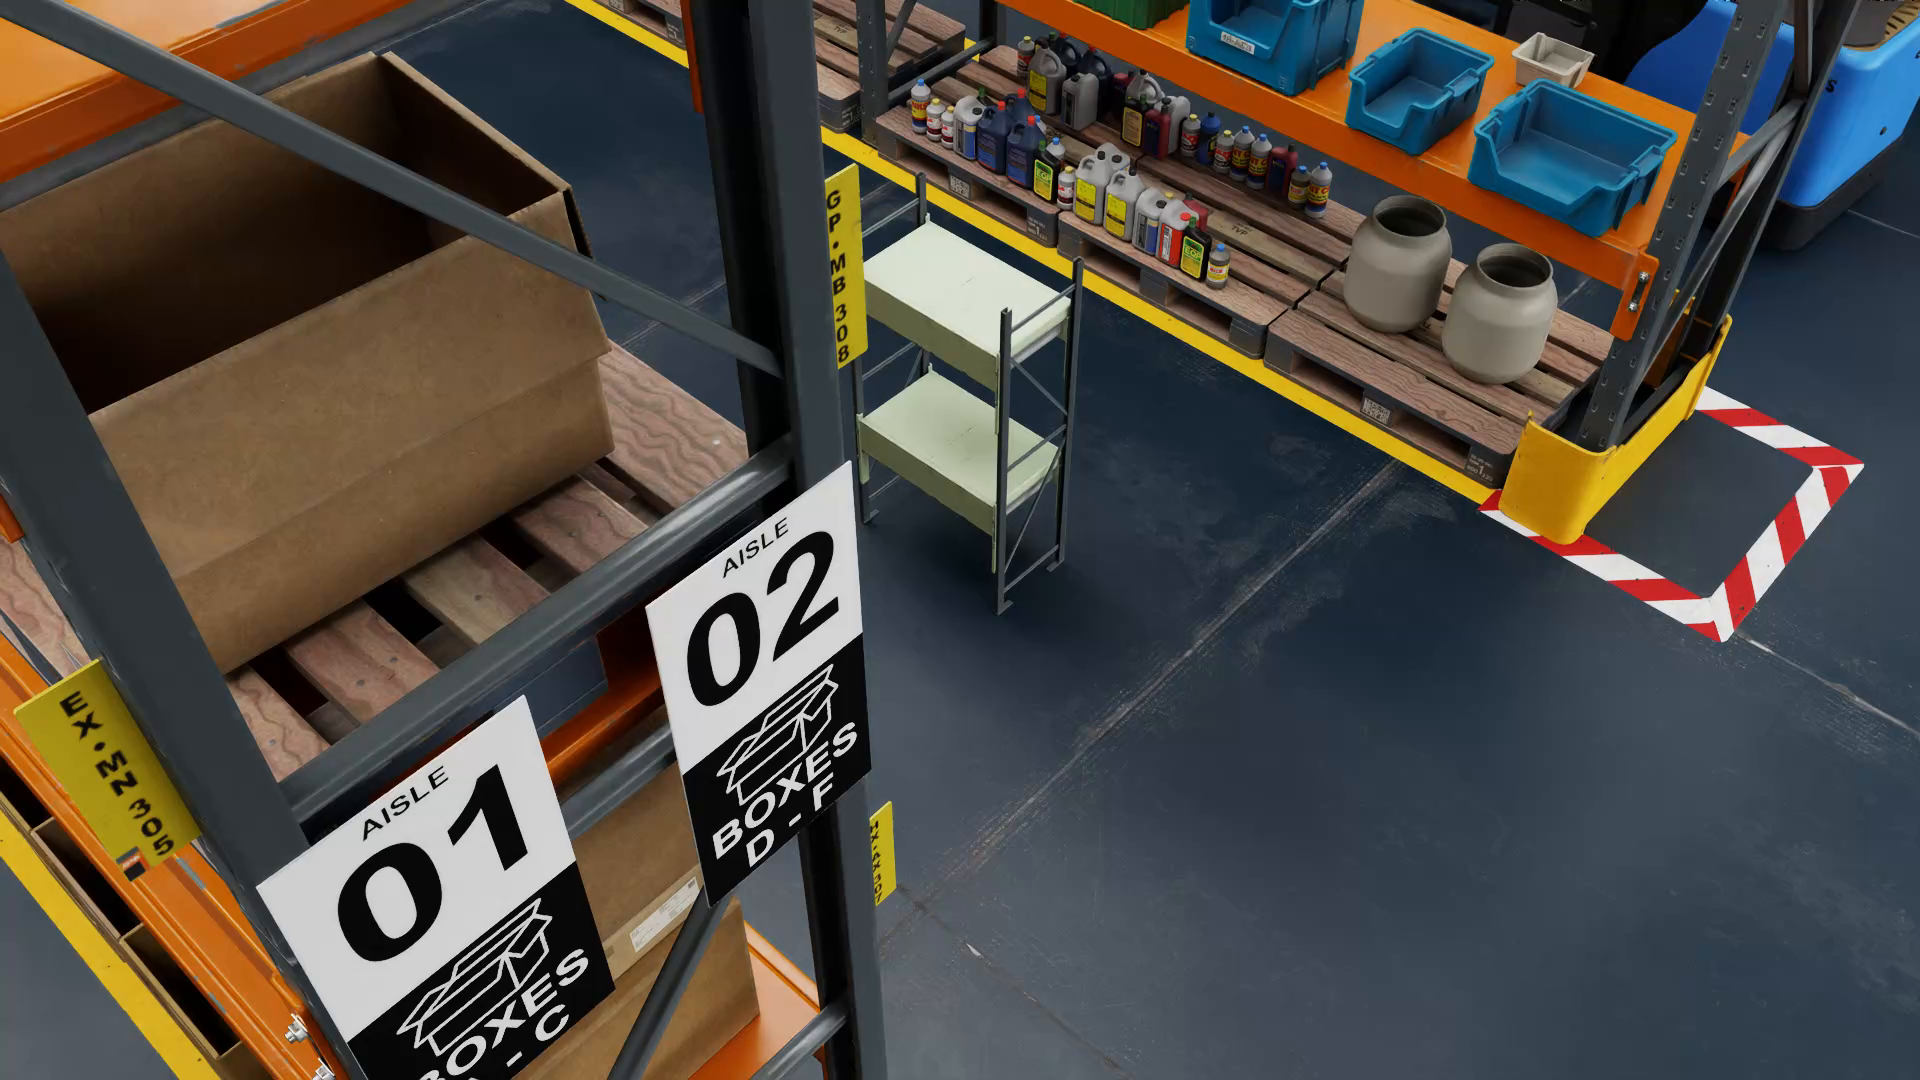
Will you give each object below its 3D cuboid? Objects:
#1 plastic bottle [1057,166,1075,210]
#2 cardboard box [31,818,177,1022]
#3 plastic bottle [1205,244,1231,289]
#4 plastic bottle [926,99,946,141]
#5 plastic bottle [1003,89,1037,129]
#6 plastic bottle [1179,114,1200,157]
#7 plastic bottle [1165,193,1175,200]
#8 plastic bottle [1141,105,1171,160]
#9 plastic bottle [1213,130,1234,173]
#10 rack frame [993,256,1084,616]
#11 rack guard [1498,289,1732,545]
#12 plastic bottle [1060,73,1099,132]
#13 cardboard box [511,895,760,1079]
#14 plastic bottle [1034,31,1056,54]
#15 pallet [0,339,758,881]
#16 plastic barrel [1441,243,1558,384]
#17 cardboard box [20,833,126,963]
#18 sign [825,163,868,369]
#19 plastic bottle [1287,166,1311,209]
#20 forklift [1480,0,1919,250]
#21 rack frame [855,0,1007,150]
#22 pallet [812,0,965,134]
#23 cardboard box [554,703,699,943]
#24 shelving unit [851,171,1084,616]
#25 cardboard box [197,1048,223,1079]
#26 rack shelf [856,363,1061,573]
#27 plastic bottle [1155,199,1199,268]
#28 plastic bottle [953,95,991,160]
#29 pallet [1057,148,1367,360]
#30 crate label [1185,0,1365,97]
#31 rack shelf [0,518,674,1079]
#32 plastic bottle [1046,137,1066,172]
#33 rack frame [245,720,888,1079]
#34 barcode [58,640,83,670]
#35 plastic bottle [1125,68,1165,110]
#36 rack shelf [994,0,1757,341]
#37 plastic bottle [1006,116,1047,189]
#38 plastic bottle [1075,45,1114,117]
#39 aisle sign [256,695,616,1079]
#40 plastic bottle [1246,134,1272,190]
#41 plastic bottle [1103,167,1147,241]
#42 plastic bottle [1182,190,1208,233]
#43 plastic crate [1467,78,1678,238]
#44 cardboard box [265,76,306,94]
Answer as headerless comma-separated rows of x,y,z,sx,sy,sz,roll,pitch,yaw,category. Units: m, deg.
0.512,-1.676,7.884,0.097,0.201,0.097,0,47,0,plastic bottle
-2.261,0.979,4.857,0.500,0.500,0.500,34,55,28,cardboard box
1.162,-1.239,7.474,0.097,0.201,0.097,0,47,0,plastic bottle
-0.119,-2.101,8.283,0.097,0.201,0.097,0,47,0,plastic bottle
0.279,-2.051,8.133,0.185,0.351,0.144,34,55,28,plastic bottle
1.139,-1.999,8.187,0.097,0.201,0.097,0,47,0,plastic bottle
0.964,-1.523,7.740,0.097,0.201,0.097,0,47,0,plastic bottle
0.962,-2.013,8.144,0.133,0.283,0.061,34,55,28,plastic bottle
1.290,-1.897,8.091,0.097,0.201,0.097,0,47,0,plastic bottle
0.274,-0.329,6.030,0.023,1.500,0.400,34,55,28,rack frame
2.721,-0.530,6.905,0.348,0.500,1.175,34,55,28,rack guard
0.597,-2.218,8.342,0.135,0.276,0.152,34,55,28,plastic bottle
-0.888,1.007,3.679,0.500,0.500,0.700,34,55,28,cardboard box
0.447,-2.511,8.611,0.061,0.283,0.133,-36,56,-29,plastic bottle
-1.055,-0.081,2.772,1.213,0.211,1.003,34,55,28,pallet
2.274,-0.950,7.003,0.421,0.512,0.421,0,47,0,plastic barrel
-2.630,0.990,5.361,0.500,0.250,0.500,34,55,28,cardboard box
-0.172,-0.369,2.327,0.005,0.325,0.100,34,55,28,sign
1.612,-1.680,7.888,0.097,0.201,0.097,0,47,0,plastic bottle
3.302,-3.373,7.907,1.130,2.935,3.031,-35,56,-28,forklift
-0.130,-3.351,7.839,0.127,3.000,1.000,34,55,28,rack frame
-0.734,-2.764,9.200,1.213,0.211,1.003,34,55,28,pallet
-0.927,0.536,3.230,0.500,0.500,0.700,34,55,28,cardboard box
0.005,-0.510,6.200,0.755,1.500,0.431,34,55,28,shelving unit
-1.892,1.482,4.899,0.500,0.250,0.500,34,55,28,cardboard box
0.005,-0.287,6.438,0.720,0.370,0.431,34,55,28,rack shelf
0.995,-1.404,7.577,0.135,0.276,0.152,34,56,28,plastic bottle
0.063,-2.032,8.166,0.135,0.276,0.152,36,56,29,plastic bottle
1.236,-1.439,7.956,1.213,0.211,1.003,34,55,28,pallet
1.273,-2.150,6.687,0.616,0.435,0.502,34,55,28,crate label
-2.023,-0.491,3.589,4.000,0.370,1.077,34,55,28,rack shelf
0.453,-1.800,7.952,0.097,0.271,0.097,0,47,0,plastic bottle
-0.553,1.279,3.492,0.127,3.000,1.000,34,55,28,rack frame
-1.102,0.162,2.084,0.075,0.075,0.001,34,55,28,barcode
0.917,-2.176,8.251,0.185,0.351,0.144,34,55,27,plastic bottle
1.339,-2.116,7.172,4.000,0.370,1.077,34,55,28,rack shelf
0.320,-1.880,7.973,0.185,0.351,0.144,32,54,26,plastic bottle
0.679,-2.336,8.401,0.185,0.351,0.144,31,54,26,plastic bottle
-0.704,0.579,2.366,0.004,0.787,0.394,34,55,28,aisle sign
1.436,-1.823,7.974,0.097,0.271,0.097,0,47,0,plastic bottle
0.769,-1.578,7.689,0.144,0.351,0.185,-36,56,-29,plastic bottle
1.067,-1.464,7.628,0.133,0.283,0.061,34,55,28,plastic bottle
2.238,-1.409,6.118,0.616,0.251,0.499,34,55,28,plastic crate
-1.588,-0.942,3.066,0.500,0.500,0.500,34,55,28,cardboard box
